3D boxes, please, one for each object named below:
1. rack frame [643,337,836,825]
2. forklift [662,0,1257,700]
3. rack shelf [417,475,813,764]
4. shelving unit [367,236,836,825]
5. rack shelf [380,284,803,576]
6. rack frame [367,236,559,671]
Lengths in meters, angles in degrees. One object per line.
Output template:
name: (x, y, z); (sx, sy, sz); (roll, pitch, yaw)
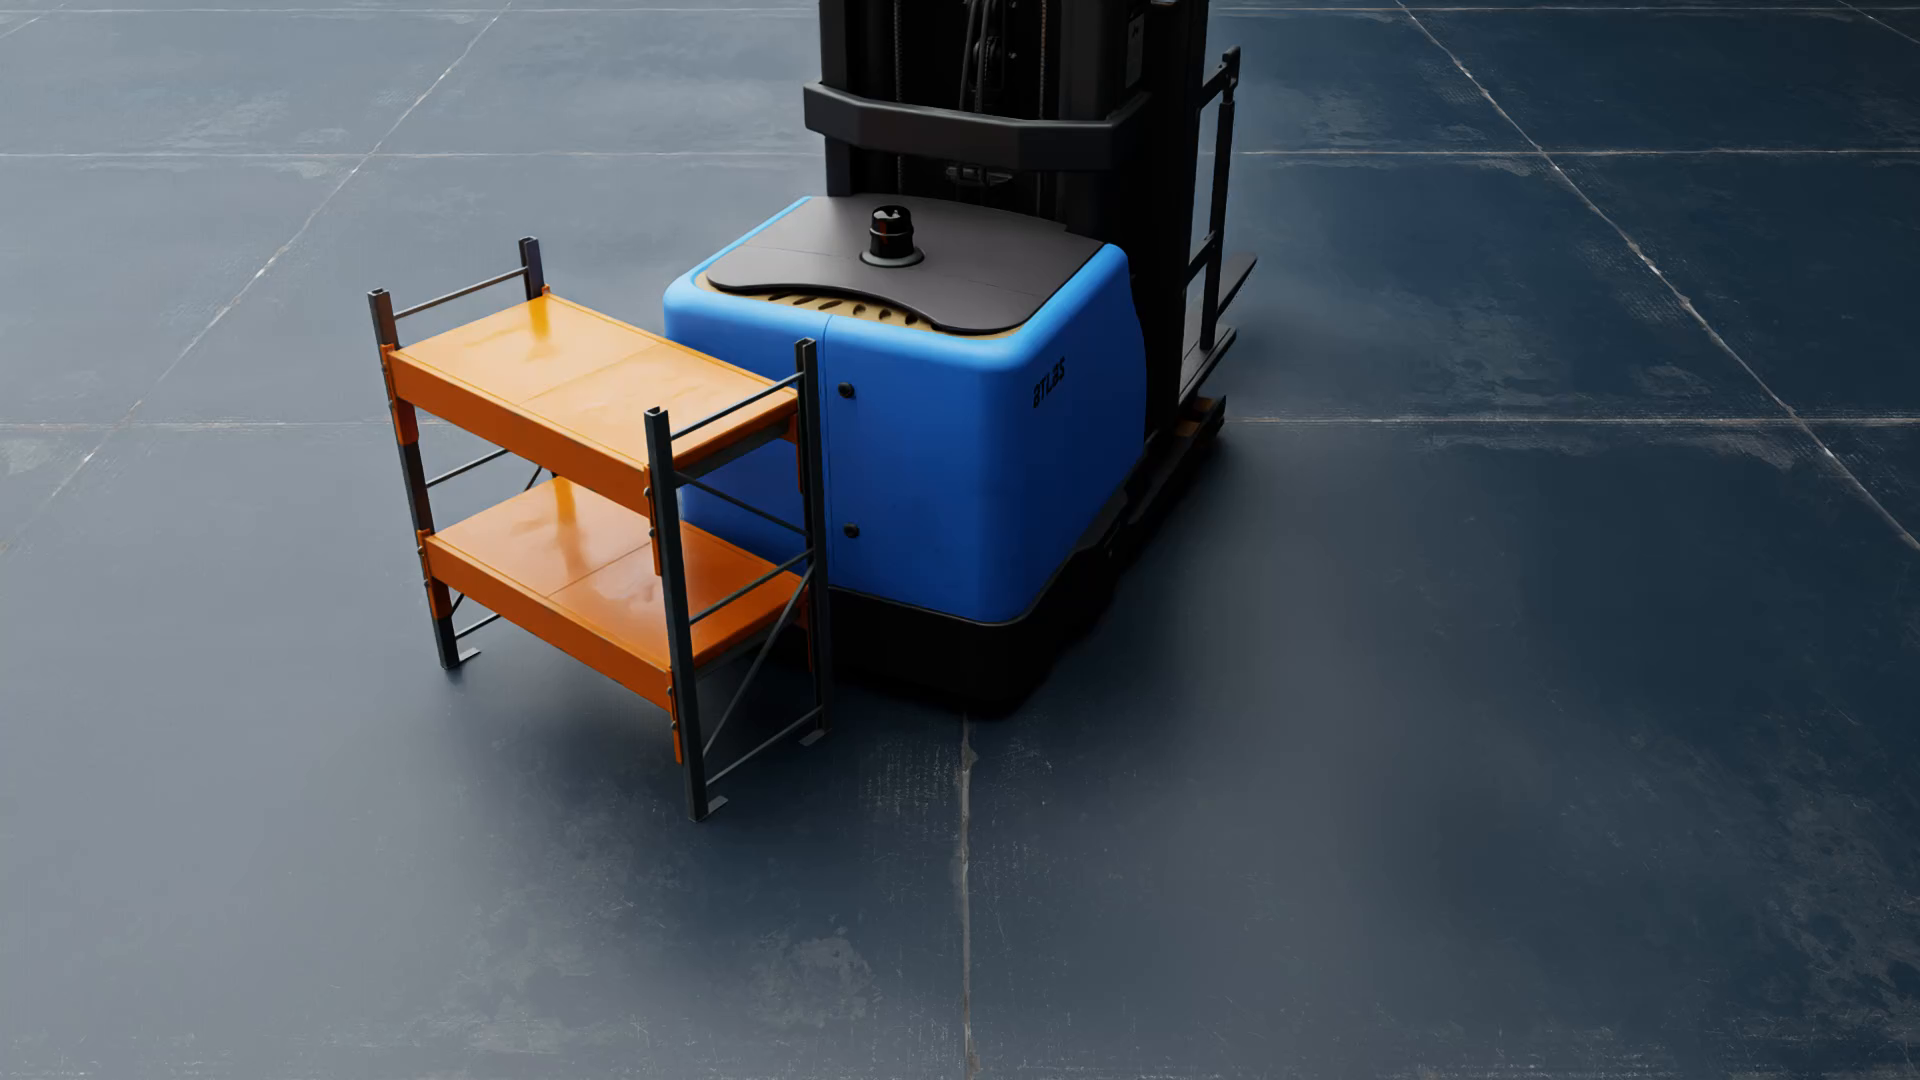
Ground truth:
rack frame: (-0.502, 0.115, 3.976); (0.032, 1.125, 0.500); (23, 38, 33)
forklift: (0.277, -1.576, 5.022); (1.130, 2.935, 3.031); (13, 34, 20)
rack shelf: (-0.894, 0.156, 4.380); (1.000, 0.278, 0.538); (23, 38, 33)
shelving unit: (-0.894, -0.053, 4.253); (1.048, 1.125, 0.538); (23, 38, 33)
rack shelf: (-0.894, -0.303, 4.101); (1.000, 0.278, 0.538); (23, 38, 33)
rack frame: (-1.286, -0.221, 4.530); (0.032, 1.125, 0.500); (23, 38, 33)
